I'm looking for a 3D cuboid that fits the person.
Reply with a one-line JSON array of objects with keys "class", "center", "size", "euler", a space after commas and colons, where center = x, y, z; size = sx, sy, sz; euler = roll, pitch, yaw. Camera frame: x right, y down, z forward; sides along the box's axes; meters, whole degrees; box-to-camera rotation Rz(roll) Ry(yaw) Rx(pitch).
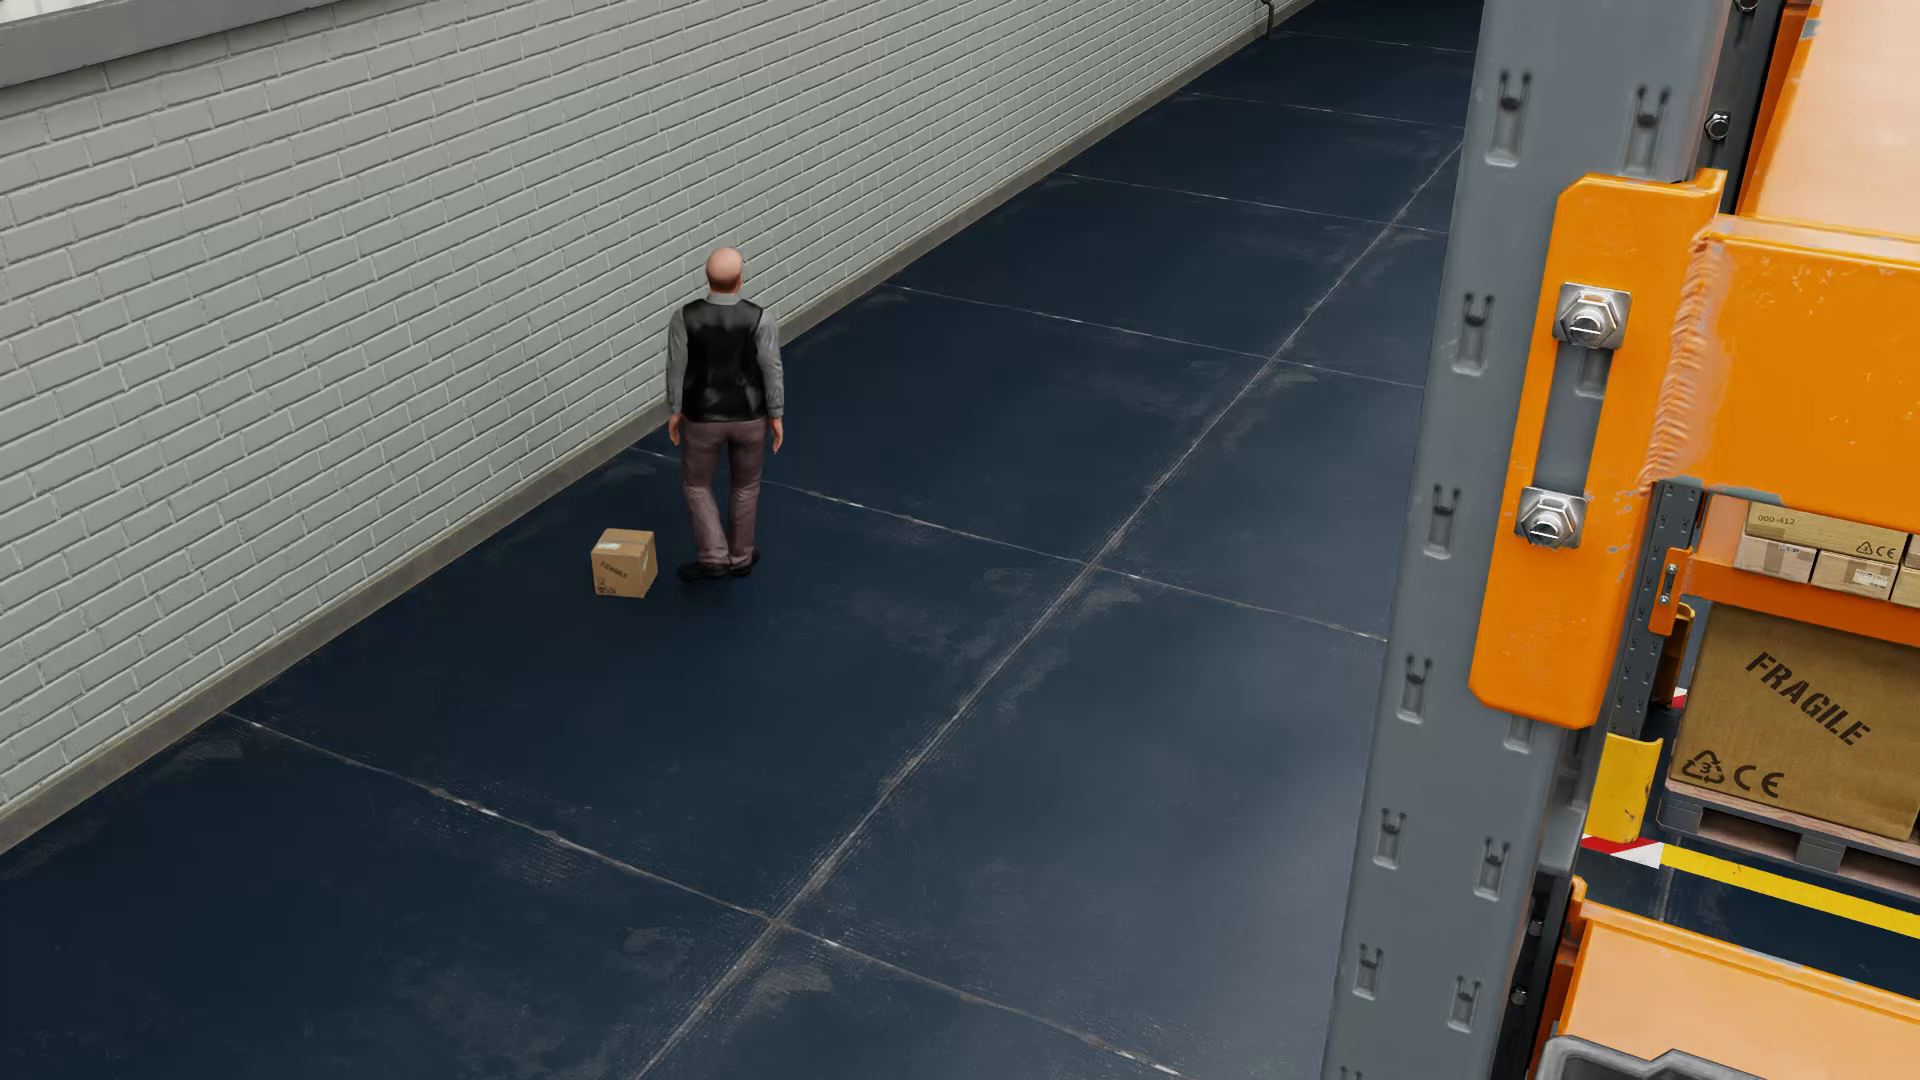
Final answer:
[{"class": "person", "center": [-1.147, -0.558, 8.129], "size": [0.593, 1.714, 0.549], "euler": [-3, 30, -6]}]
